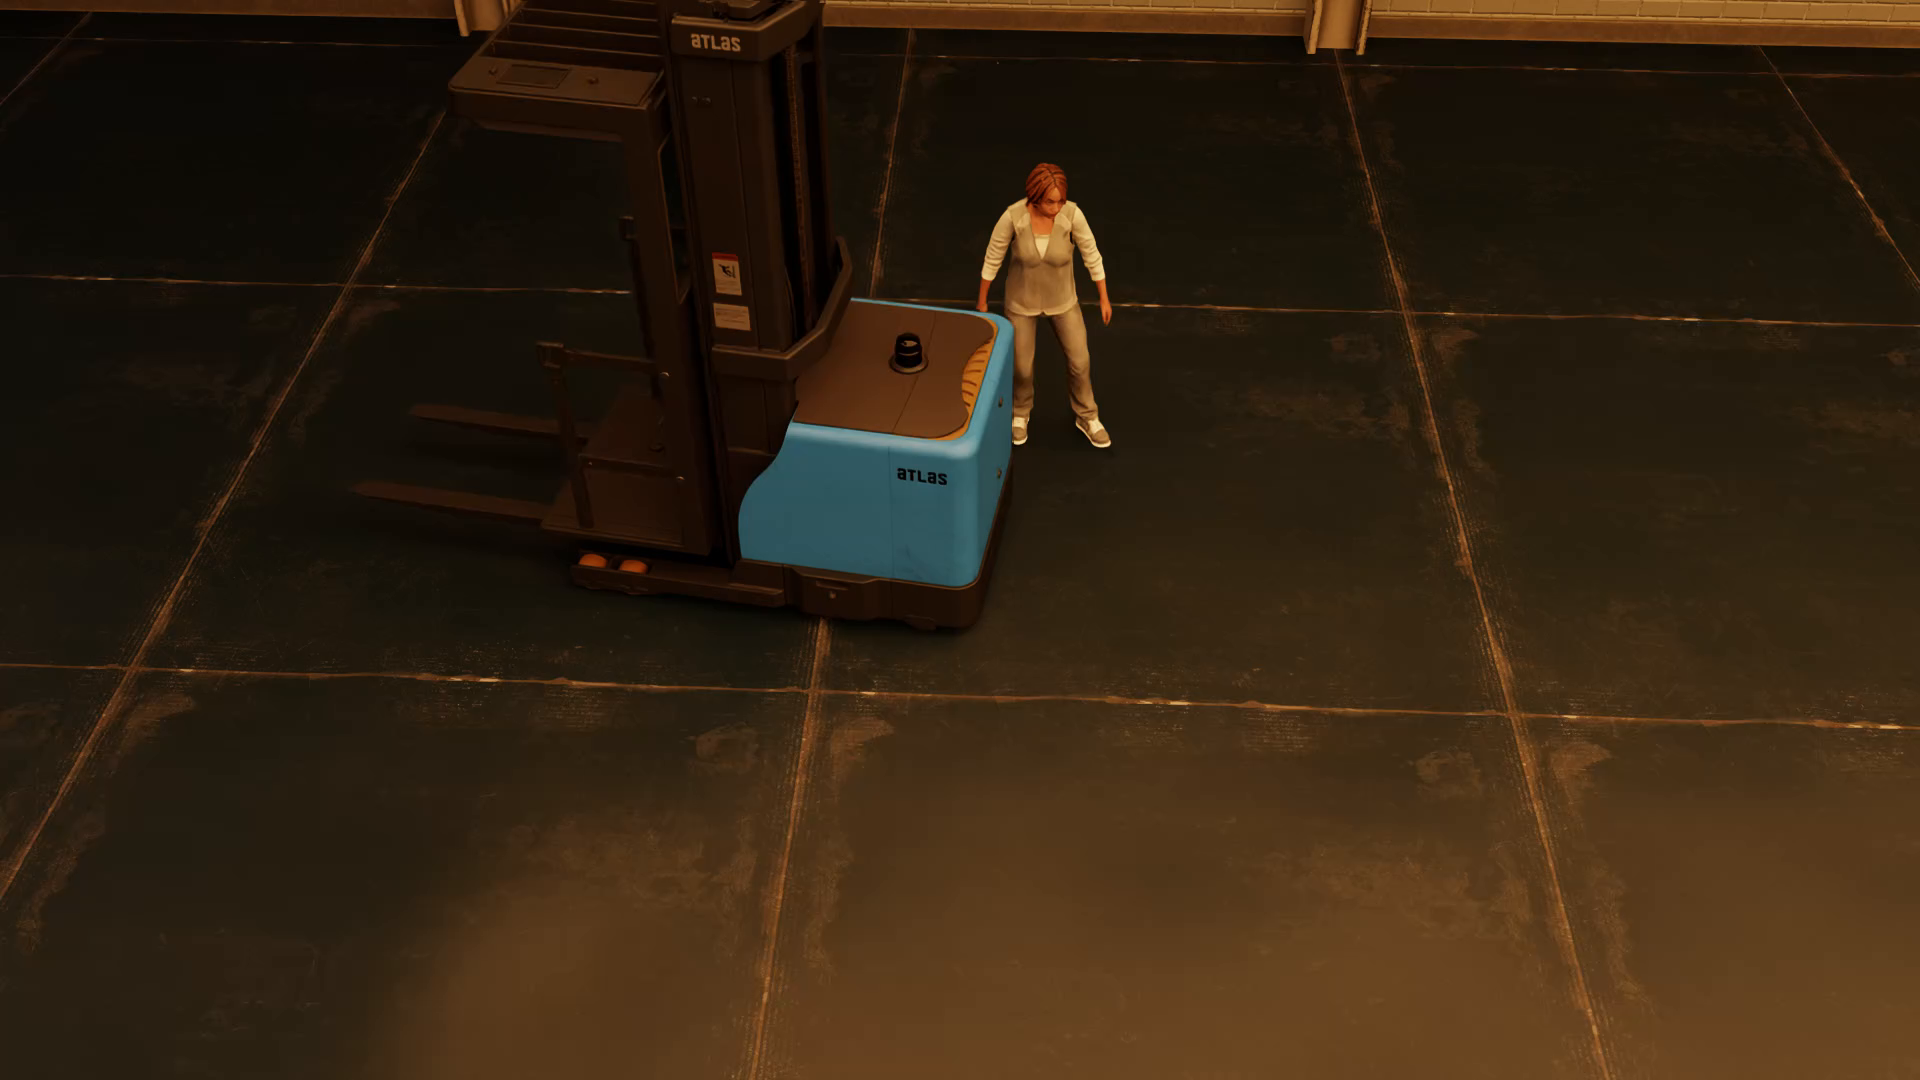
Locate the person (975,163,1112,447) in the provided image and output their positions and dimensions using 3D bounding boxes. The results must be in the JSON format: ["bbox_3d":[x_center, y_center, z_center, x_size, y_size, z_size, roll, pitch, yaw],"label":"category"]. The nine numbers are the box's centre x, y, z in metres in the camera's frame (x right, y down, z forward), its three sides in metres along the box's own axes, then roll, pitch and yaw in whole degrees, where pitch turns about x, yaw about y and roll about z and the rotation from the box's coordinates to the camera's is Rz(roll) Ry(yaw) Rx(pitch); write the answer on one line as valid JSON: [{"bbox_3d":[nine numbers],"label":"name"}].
[{"bbox_3d":[0.415,-1.129,7.992,0.678,1.572,0.341,-3,42,-3],"label":"person"}]

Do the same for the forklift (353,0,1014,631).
[{"bbox_3d":[-1.314,-1.172,7.026,3.031,2.935,1.130,8,43,8],"label":"forklift"}]
